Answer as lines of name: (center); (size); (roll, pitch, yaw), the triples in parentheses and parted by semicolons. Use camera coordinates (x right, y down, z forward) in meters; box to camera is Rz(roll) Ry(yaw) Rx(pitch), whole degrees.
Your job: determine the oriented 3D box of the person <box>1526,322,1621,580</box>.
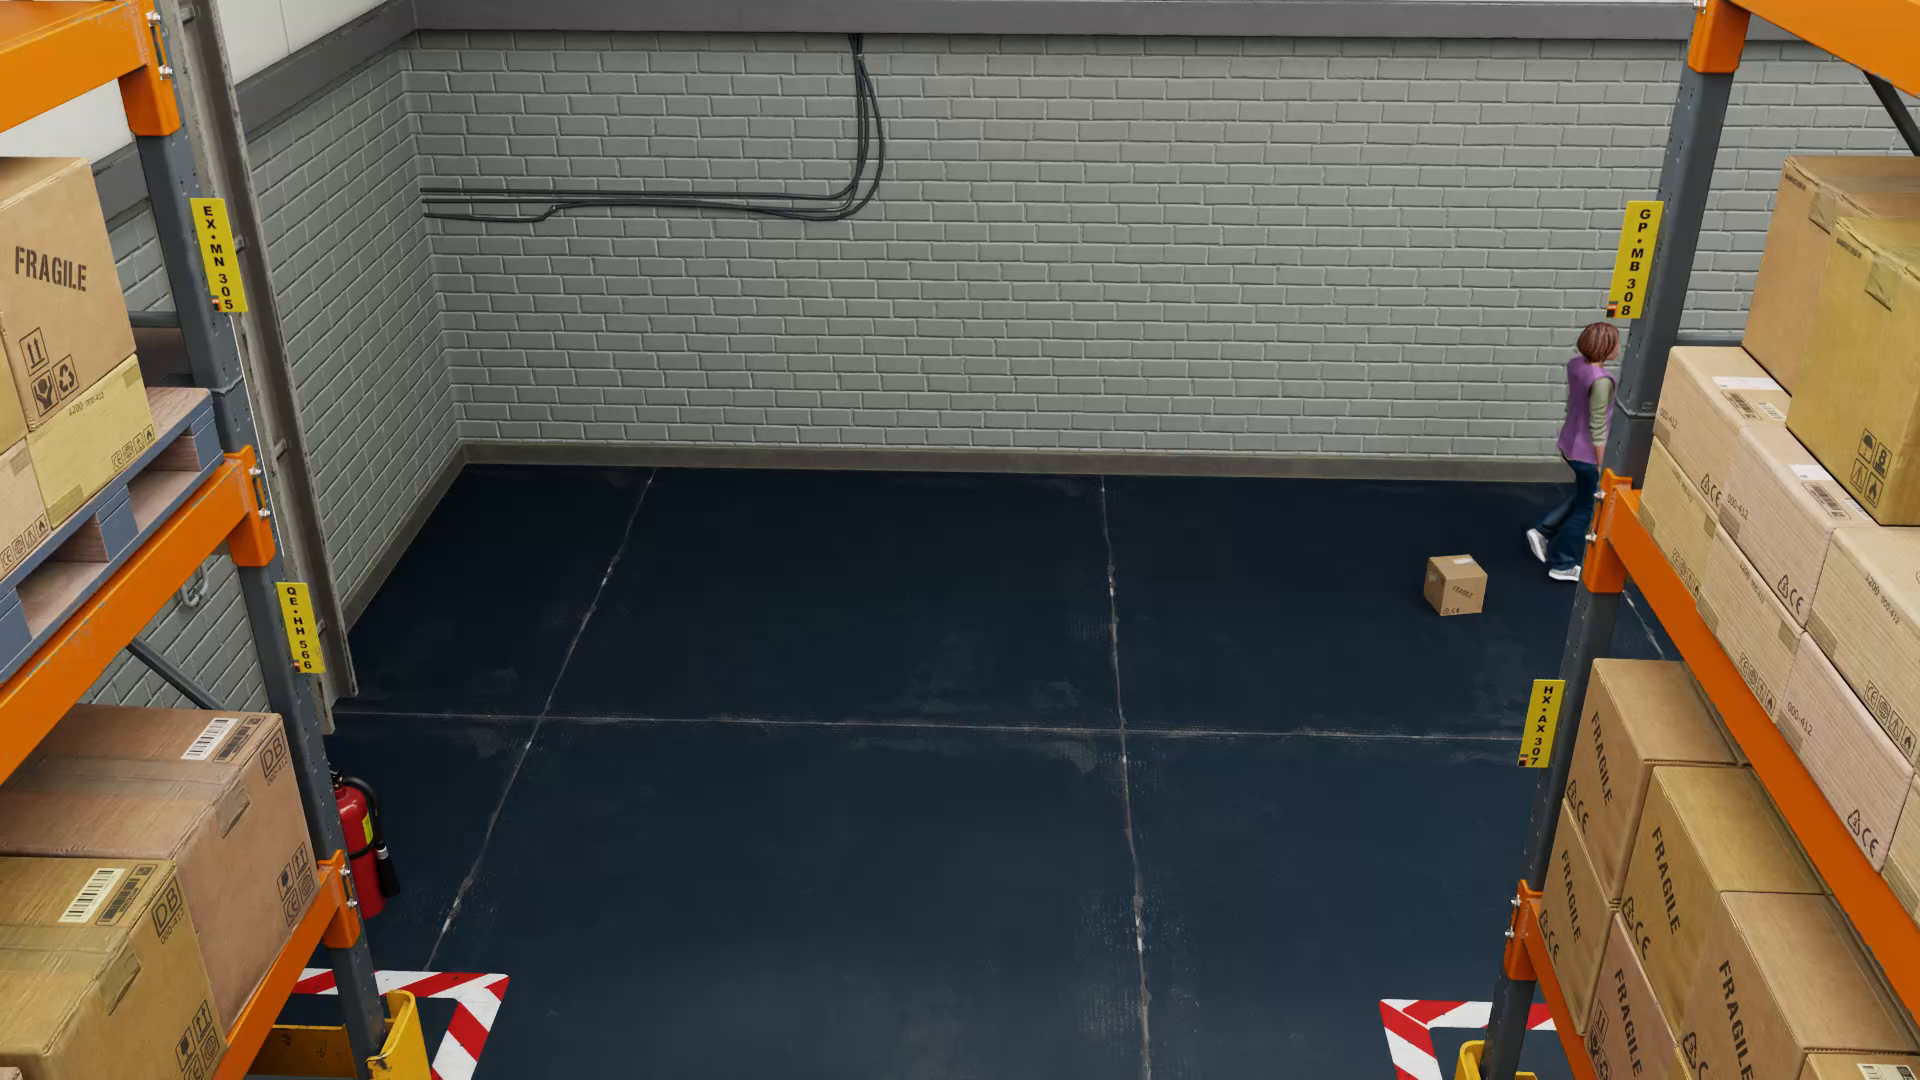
person: (3.570, -0.493, 9.499); (0.444, 1.591, 0.431); (-2, 28, -4)
